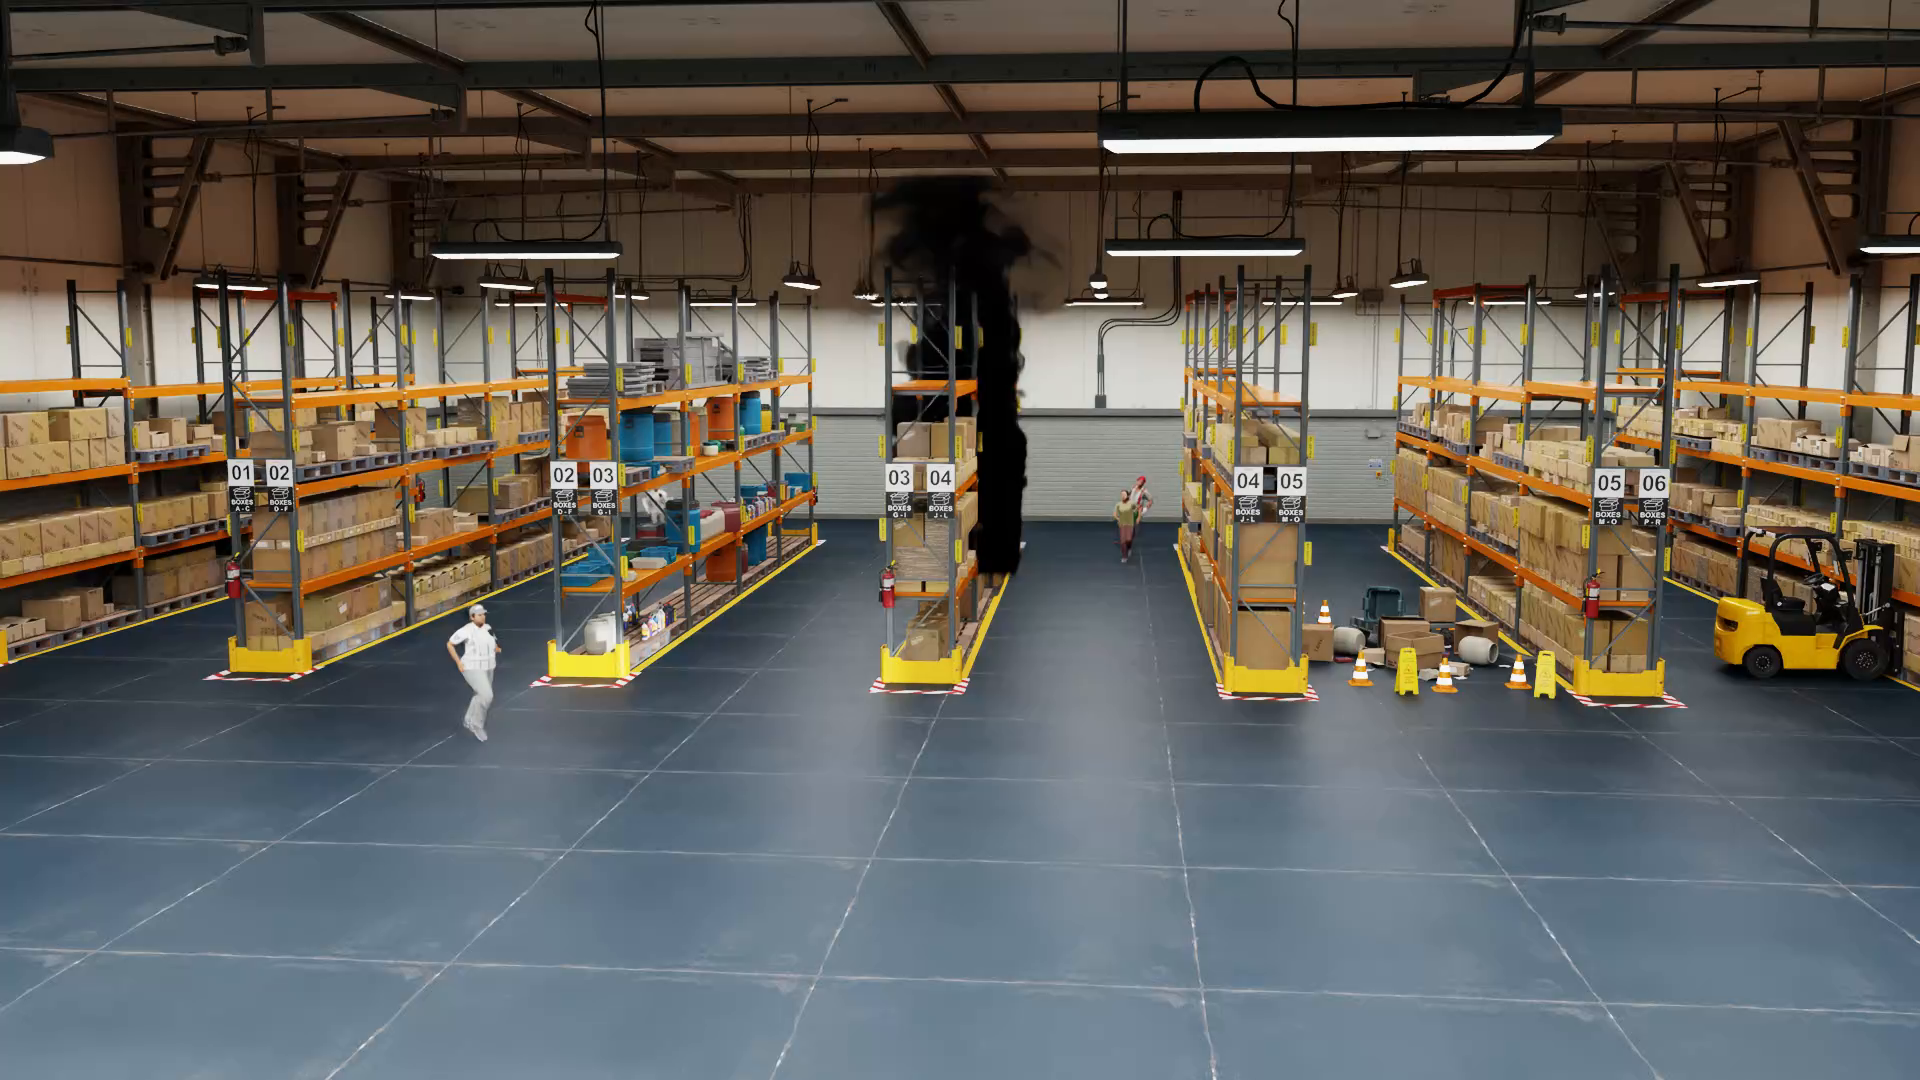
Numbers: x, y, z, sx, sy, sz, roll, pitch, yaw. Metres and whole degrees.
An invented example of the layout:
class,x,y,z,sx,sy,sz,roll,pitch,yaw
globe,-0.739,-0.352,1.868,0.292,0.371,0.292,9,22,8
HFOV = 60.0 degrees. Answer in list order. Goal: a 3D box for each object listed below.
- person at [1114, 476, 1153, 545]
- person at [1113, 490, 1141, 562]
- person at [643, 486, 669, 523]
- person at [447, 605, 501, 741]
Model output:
class,x,y,z,sx,sy,sz,roll,pitch,yaw
person,4.243,-0.713,40.165,0.829,1.684,0.821,6,9,40
person,3.716,-0.309,37.128,0.601,1.625,0.660,2,7,17
person,-7.222,-0.630,39.557,0.659,1.657,0.693,-1,7,-7
person,-6.033,1.661,20.871,0.711,1.708,0.575,3,8,27
